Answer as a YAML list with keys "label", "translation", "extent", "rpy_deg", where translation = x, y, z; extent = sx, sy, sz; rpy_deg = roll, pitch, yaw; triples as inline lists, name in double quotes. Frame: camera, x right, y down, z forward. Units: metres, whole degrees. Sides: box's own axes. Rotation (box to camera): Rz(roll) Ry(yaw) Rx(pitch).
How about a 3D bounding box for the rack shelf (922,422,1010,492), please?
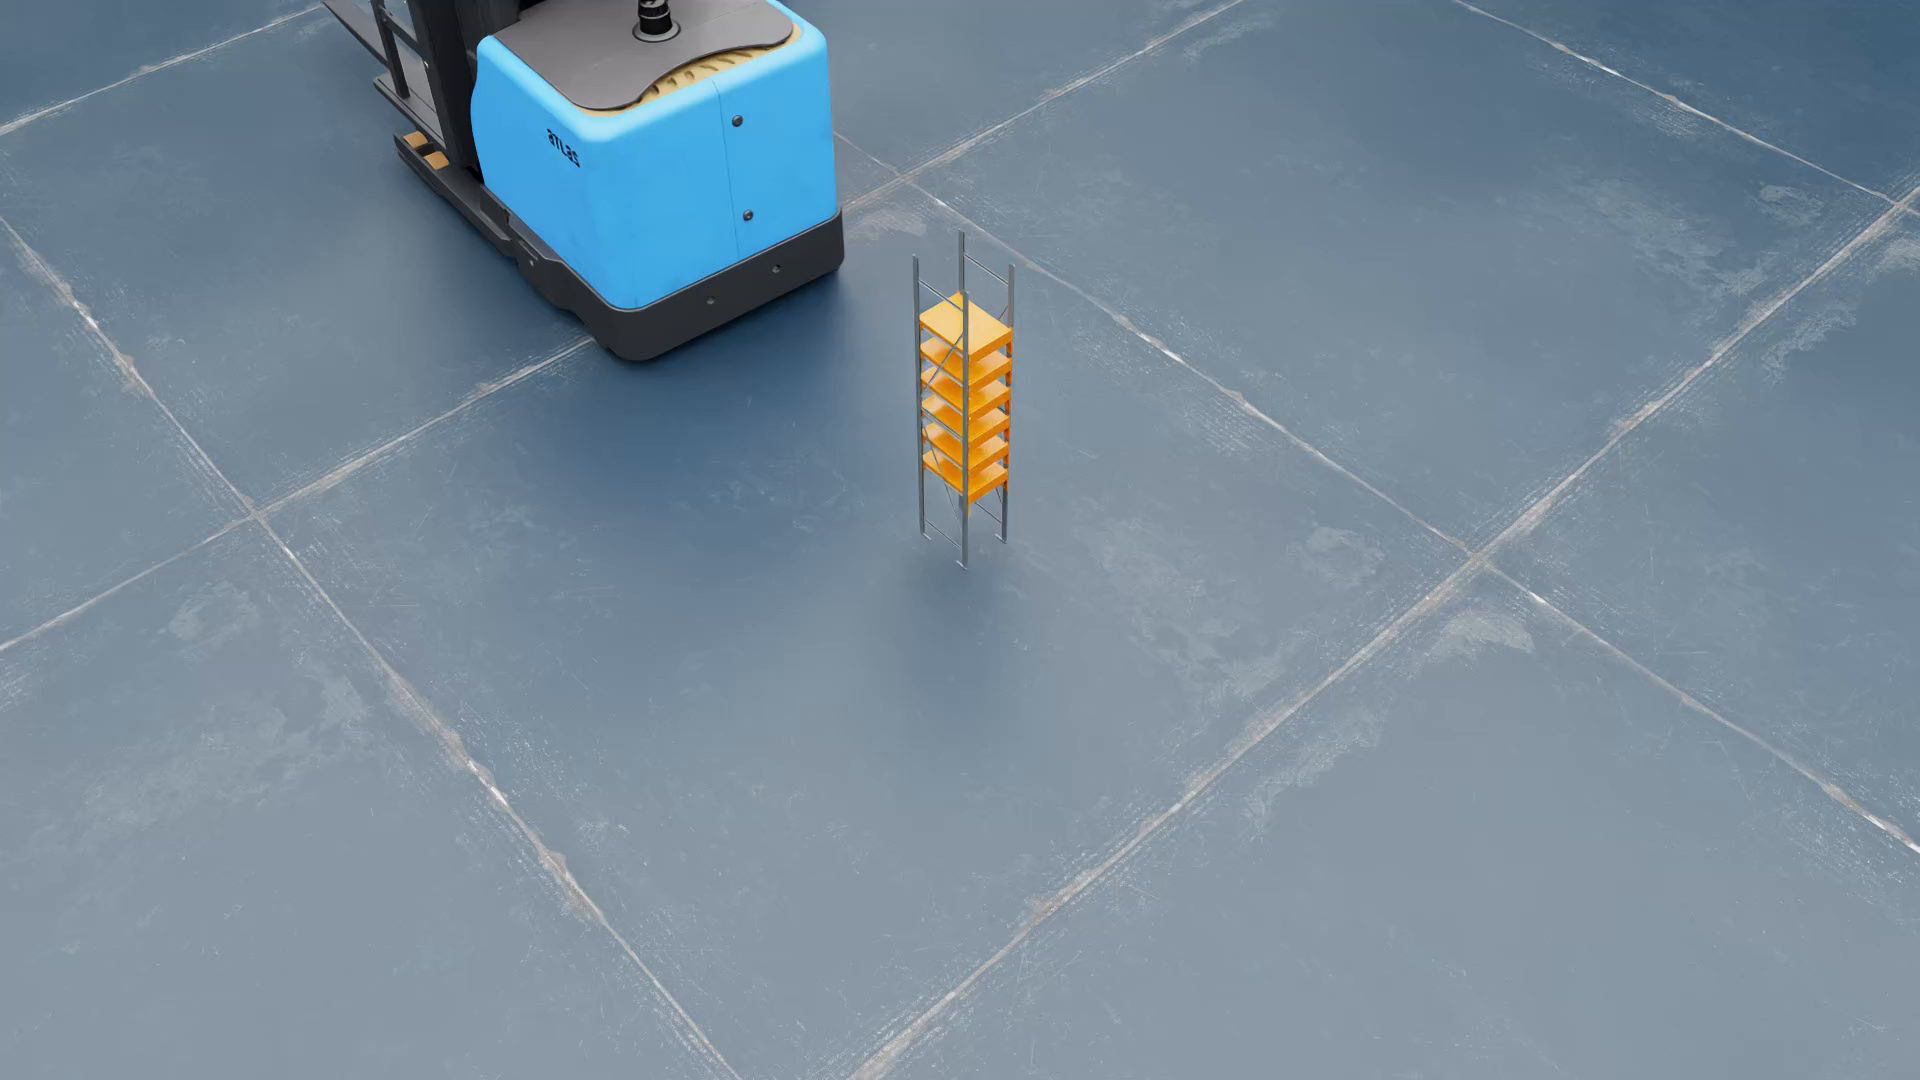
- label: "rack shelf"
  translation: [0.011, -0.303, 5.436]
  extent: [0.180, 0.103, 0.258]
  rpy_deg: [-34, 56, -27]

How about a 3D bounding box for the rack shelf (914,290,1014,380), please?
- label: "rack shelf"
  translation: [0.011, -0.628, 5.084]
  extent: [0.180, 0.103, 0.258]
  rpy_deg: [-34, 56, -27]

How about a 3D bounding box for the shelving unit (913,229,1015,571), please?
- label: "shelving unit"
  translation: [0.011, -0.414, 5.316]
  extent: [0.189, 1.200, 0.258]
  rpy_deg: [-34, 56, -27]

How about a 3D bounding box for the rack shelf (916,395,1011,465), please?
- label: "rack shelf"
  translation: [0.011, -0.384, 5.348]
  extent: [0.180, 0.103, 0.258]
  rpy_deg: [-34, 56, -27]

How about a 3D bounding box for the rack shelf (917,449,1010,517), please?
- label: "rack shelf"
  translation: [0.011, -0.221, 5.525]
  extent: [0.180, 0.103, 0.258]
  rpy_deg: [-34, 56, -27]

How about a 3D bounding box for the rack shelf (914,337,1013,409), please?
- label: "rack shelf"
  translation: [0.011, -0.547, 5.172]
  extent: [0.180, 0.103, 0.258]
  rpy_deg: [-34, 56, -27]

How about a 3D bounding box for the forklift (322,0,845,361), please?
- label: "forklift"
  translation: [-1.785, -2.694, 6.242]
  extent: [1.130, 2.935, 3.031]
  rpy_deg: [-31, 54, -25]

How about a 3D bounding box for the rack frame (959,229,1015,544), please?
- label: "rack frame"
  translation: [0.078, -0.459, 5.357]
  extent: [0.006, 1.200, 0.240]
  rpy_deg: [-34, 56, -27]

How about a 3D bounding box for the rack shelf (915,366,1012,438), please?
- label: "rack shelf"
  translation: [0.011, -0.465, 5.260]
  extent: [0.180, 0.103, 0.258]
  rpy_deg: [-34, 56, -27]

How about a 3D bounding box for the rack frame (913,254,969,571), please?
- label: "rack frame"
  translation: [-0.057, -0.369, 5.274]
  extent: [0.006, 1.200, 0.240]
  rpy_deg: [-34, 56, -27]
